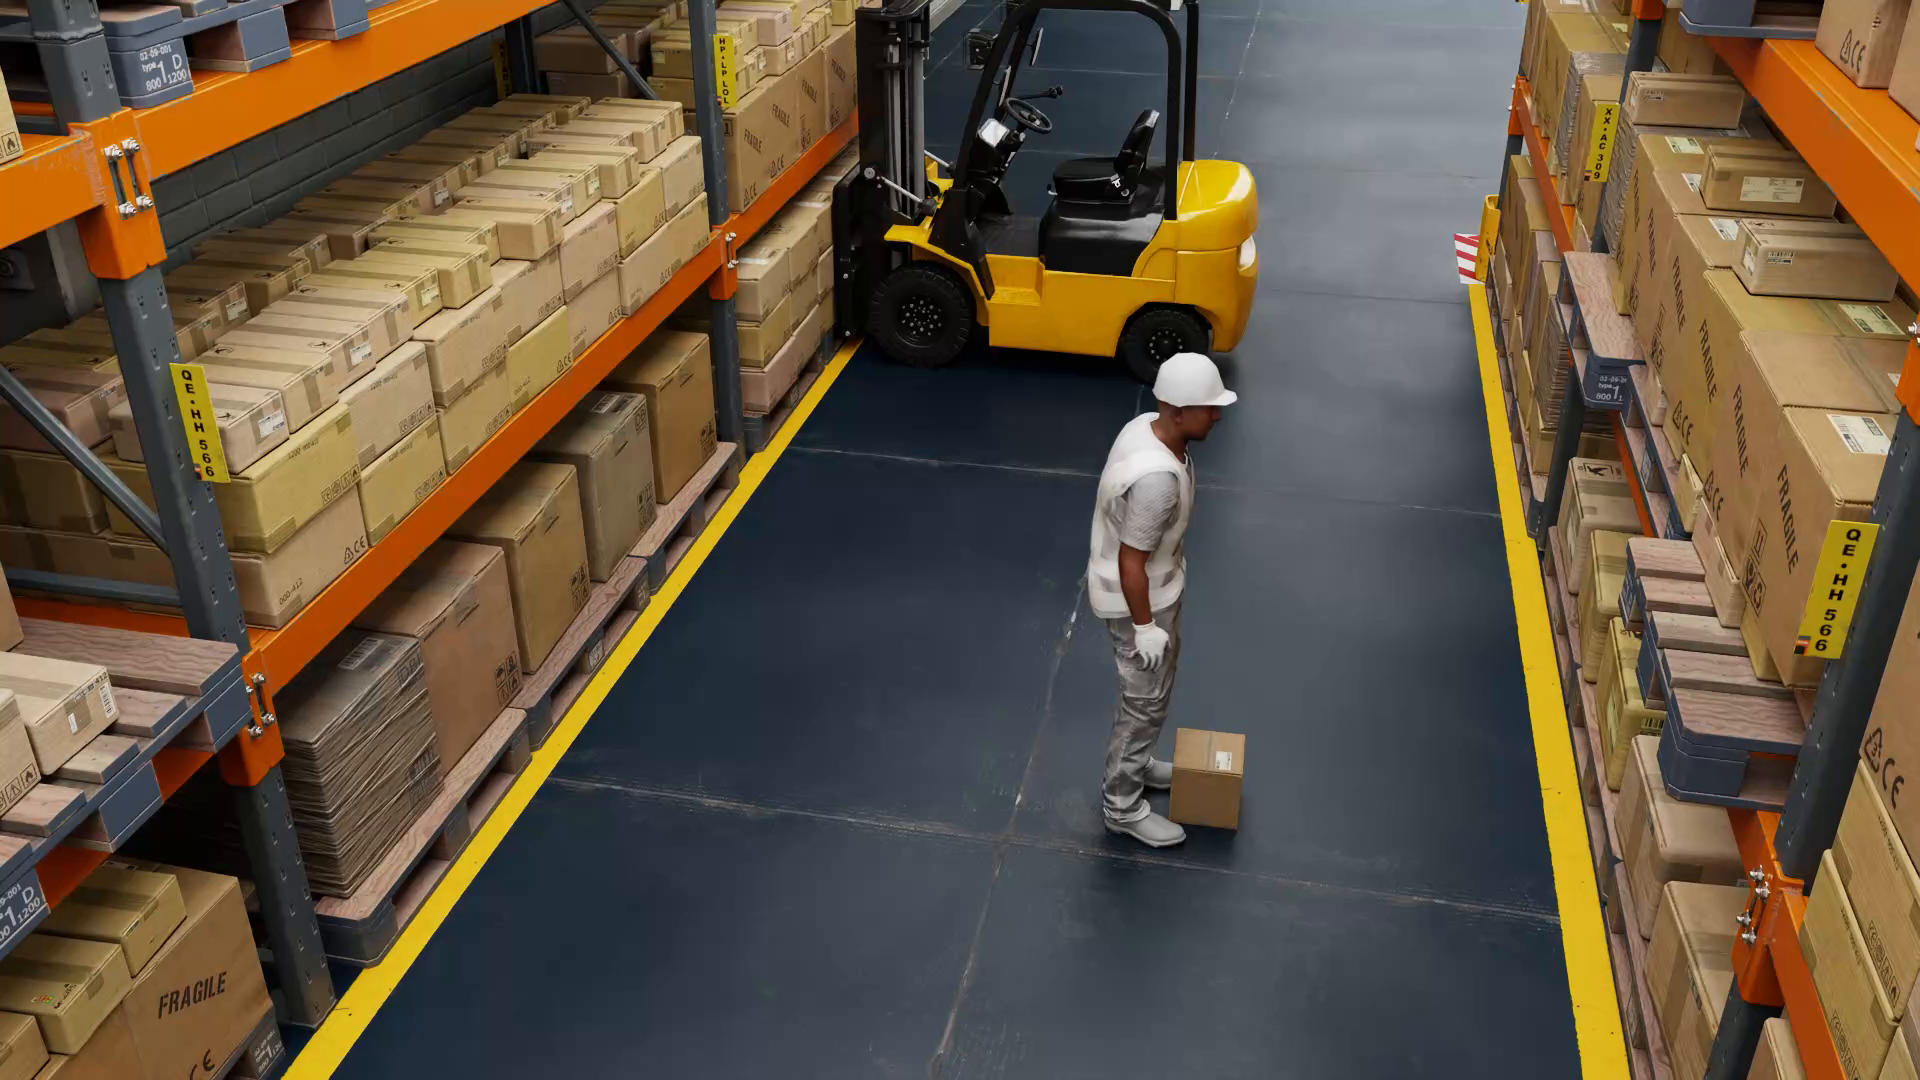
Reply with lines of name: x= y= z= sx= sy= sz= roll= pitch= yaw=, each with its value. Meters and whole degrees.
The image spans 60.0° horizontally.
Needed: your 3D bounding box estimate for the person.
person: x=0.671 y=0.192 z=5.760 sx=0.451 sy=1.773 sz=0.615 roll=6 pitch=29 yaw=11
